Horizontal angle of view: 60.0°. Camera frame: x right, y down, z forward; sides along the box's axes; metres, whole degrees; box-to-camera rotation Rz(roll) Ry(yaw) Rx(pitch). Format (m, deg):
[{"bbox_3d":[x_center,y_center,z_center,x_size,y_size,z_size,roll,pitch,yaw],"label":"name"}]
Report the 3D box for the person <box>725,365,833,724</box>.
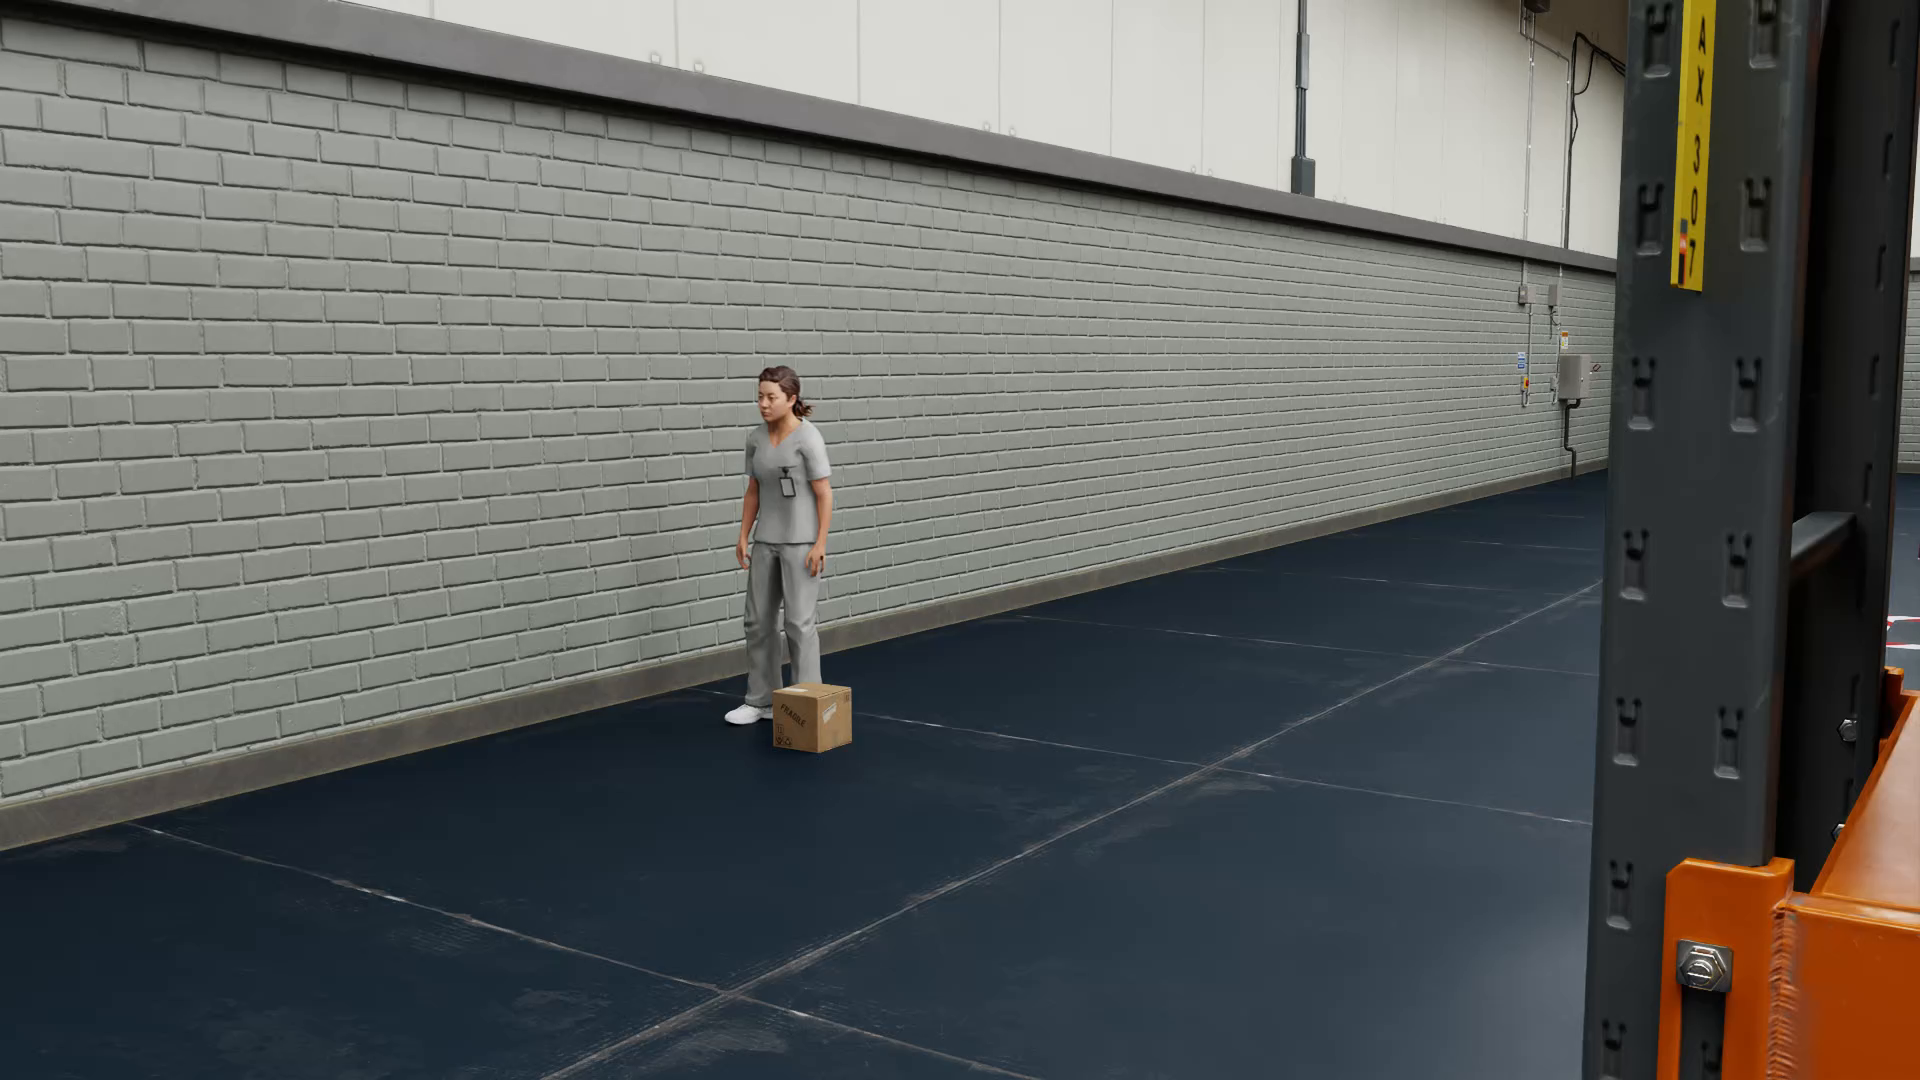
[{"bbox_3d":[-0.812,0.033,7.678,0.504,1.673,0.348,4,8,32],"label":"person"}]
